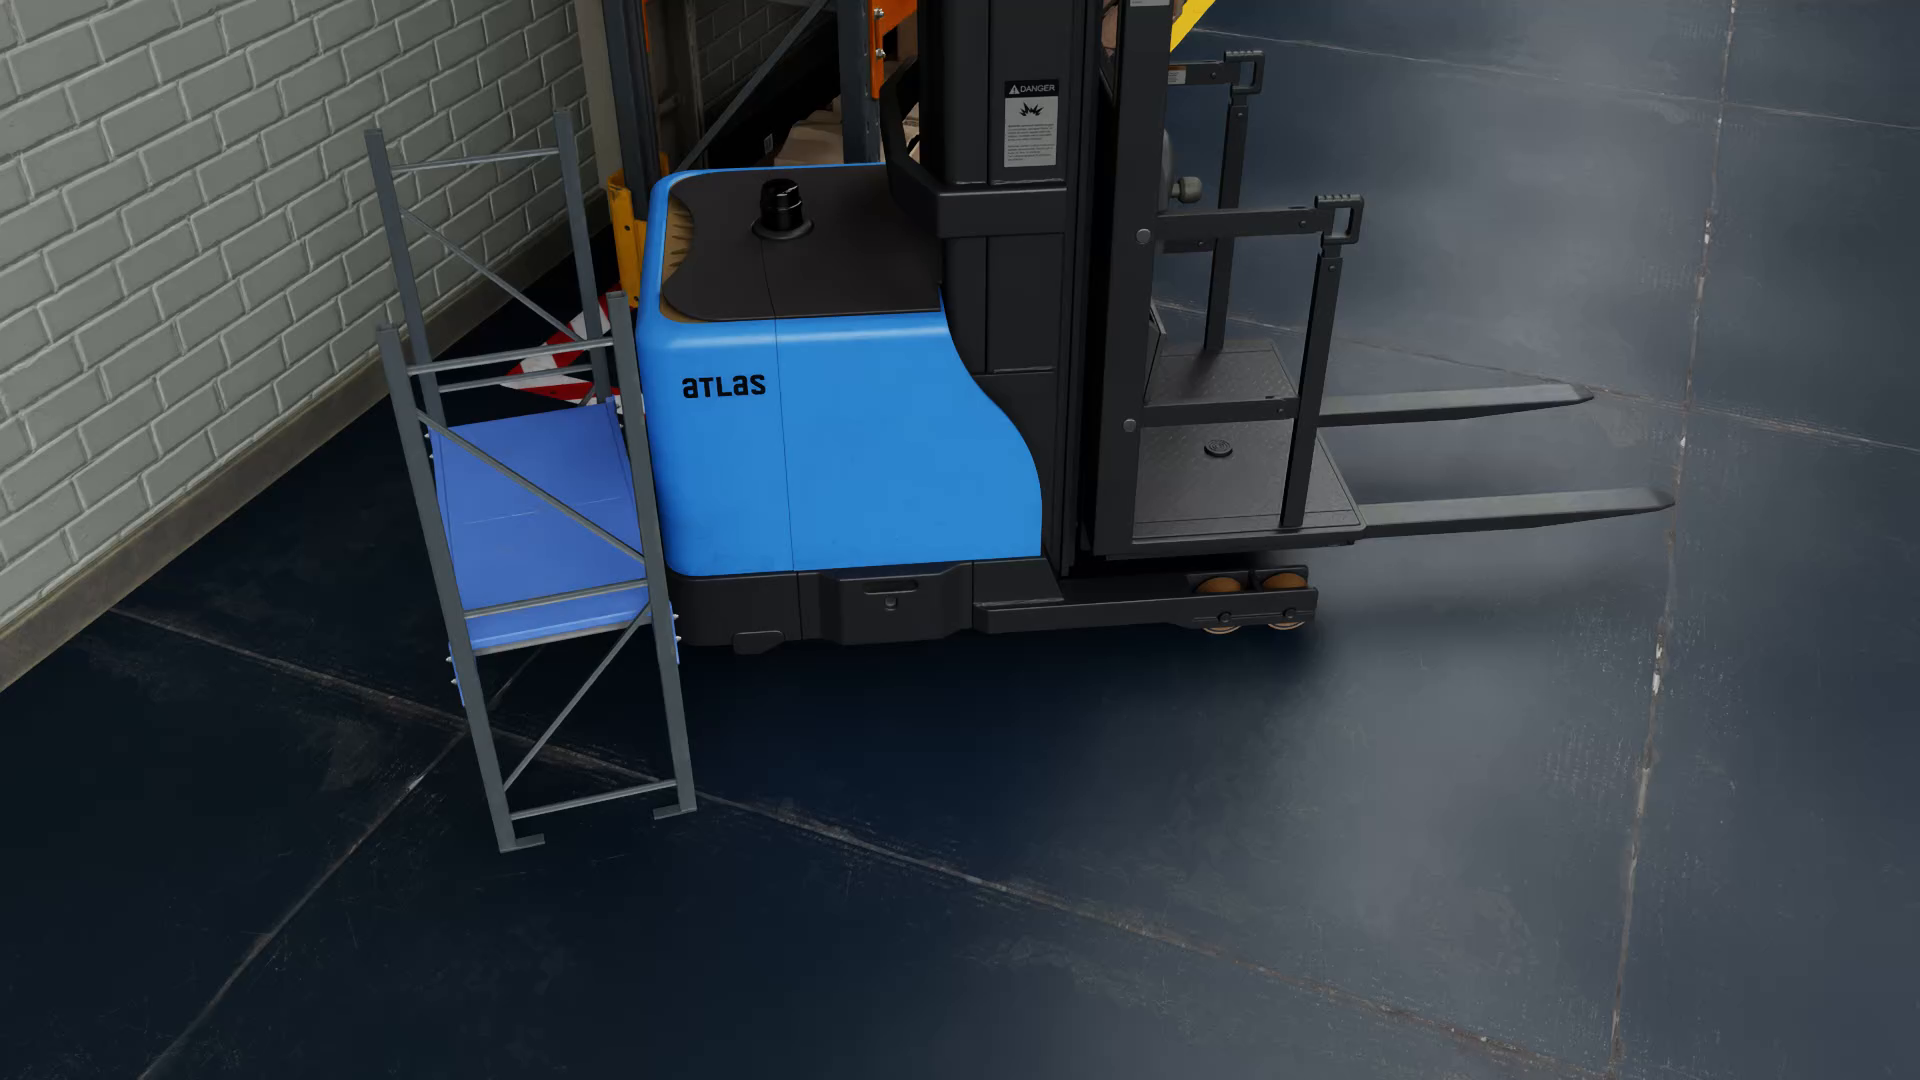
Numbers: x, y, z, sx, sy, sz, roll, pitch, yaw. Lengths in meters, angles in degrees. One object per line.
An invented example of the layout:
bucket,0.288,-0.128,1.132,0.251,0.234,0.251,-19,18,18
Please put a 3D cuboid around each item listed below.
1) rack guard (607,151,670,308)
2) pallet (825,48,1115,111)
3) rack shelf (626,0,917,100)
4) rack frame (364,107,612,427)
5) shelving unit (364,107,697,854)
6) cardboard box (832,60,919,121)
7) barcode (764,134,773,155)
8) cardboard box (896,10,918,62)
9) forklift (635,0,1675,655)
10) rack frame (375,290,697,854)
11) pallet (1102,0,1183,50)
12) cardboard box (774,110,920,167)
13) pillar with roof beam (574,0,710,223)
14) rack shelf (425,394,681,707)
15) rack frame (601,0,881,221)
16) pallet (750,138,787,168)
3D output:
rack guard,-0.734,-1.086,6.285,1.175,0.500,0.348,14,39,18
pallet,0.074,-2.085,7.863,1.003,0.211,1.213,14,39,18
rack shelf,-0.002,-2.864,7.177,1.077,0.370,4.000,14,39,18
rack frame,-1.226,-0.445,4.592,0.500,1.500,0.032,-11,38,-14
shelving unit,-1.075,-0.154,4.203,0.538,1.500,1.048,-11,38,-14
cardboard box,-0.199,-1.822,7.061,0.500,0.311,0.500,17,40,21
barcode,-0.779,-1.612,6.771,0.001,0.075,0.075,14,39,18
cardboard box,0.126,-2.293,7.533,0.700,0.500,0.500,11,38,15
forklift,0.625,-1.212,4.424,3.031,2.935,1.130,-4,37,-5
rack frame,-0.925,0.137,3.815,0.500,1.500,0.032,-11,38,-14
pallet,0.536,-2.763,8.770,1.003,0.211,1.213,14,39,18
cardboard box,-0.416,-1.507,6.639,0.500,0.311,0.500,10,38,13
pillar with roof beam,2.685,-4.052,3.155,9.100,9.000,0.400,14,39,18
rack shelf,-1.075,-0.010,4.311,0.538,0.185,1.000,-11,38,-14
rack frame,-0.763,-2.045,5.480,1.000,3.000,0.127,14,39,18
pallet,-0.392,-1.412,6.963,1.003,0.211,1.213,14,39,18
